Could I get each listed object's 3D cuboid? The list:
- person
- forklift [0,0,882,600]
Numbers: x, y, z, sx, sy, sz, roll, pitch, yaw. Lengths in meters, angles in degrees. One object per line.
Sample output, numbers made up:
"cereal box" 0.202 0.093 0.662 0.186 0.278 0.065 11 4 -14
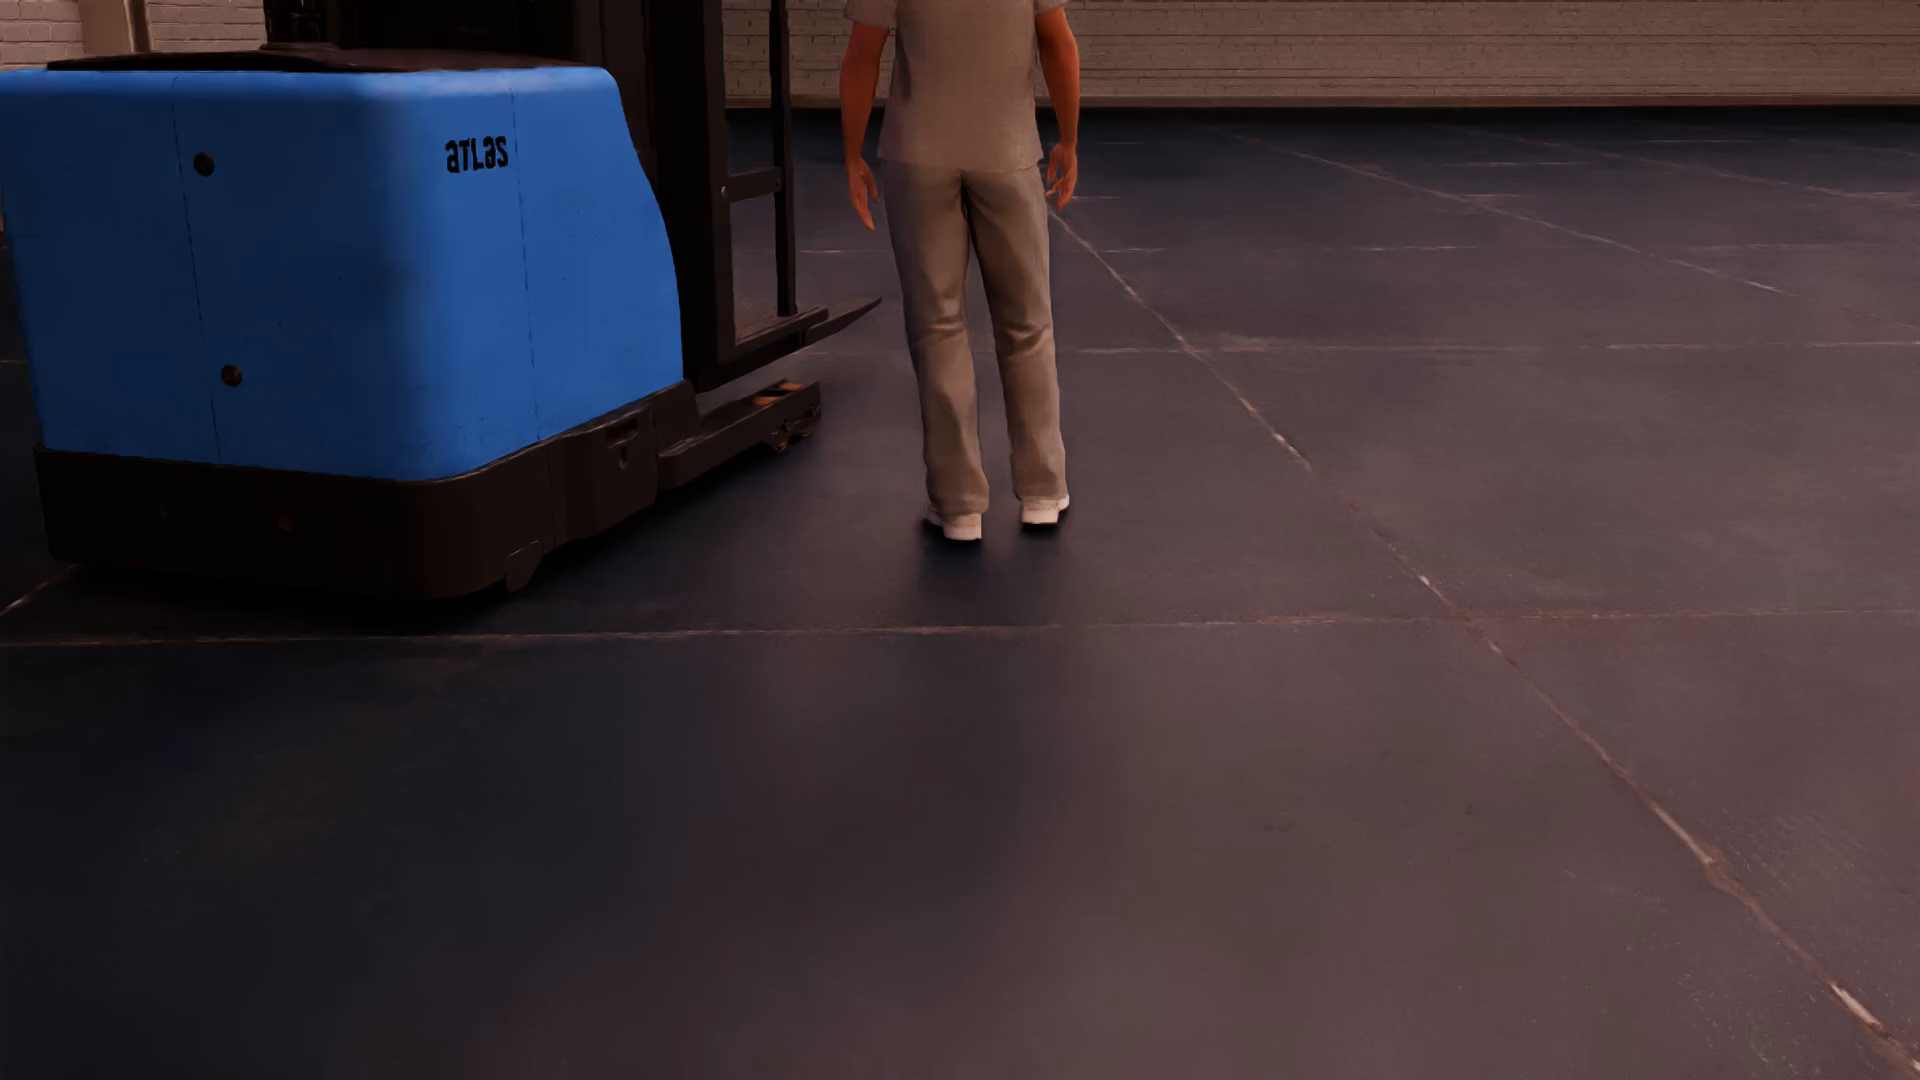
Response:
"person" 0.009 -0.831 3.742 0.550 1.674 0.548 -1 17 -3
"forklift" -1.048 -1.674 4.381 1.130 2.935 3.031 5 18 16
